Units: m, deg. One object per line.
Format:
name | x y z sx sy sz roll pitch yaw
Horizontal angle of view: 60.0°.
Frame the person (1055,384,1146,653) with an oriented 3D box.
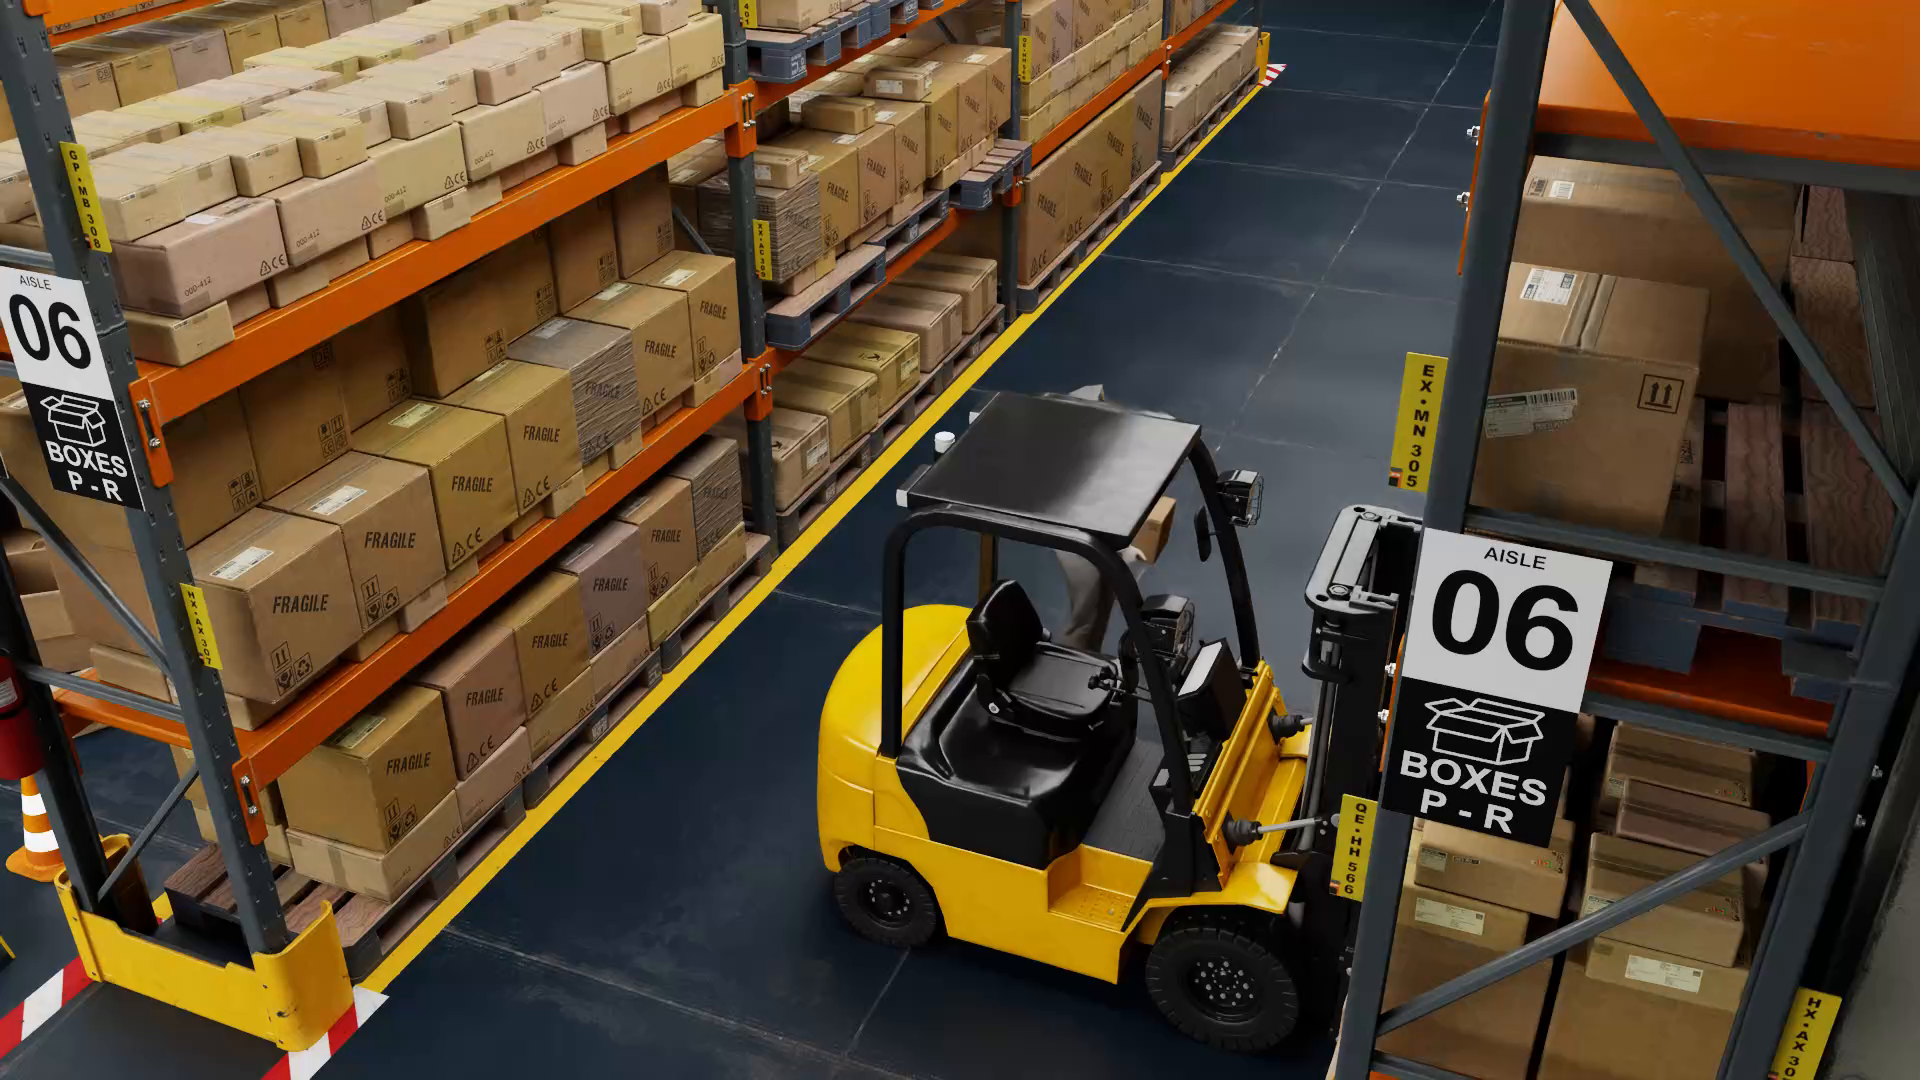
person | 0.714 0.028 8.320 0.532 1.690 0.459 12 32 19
